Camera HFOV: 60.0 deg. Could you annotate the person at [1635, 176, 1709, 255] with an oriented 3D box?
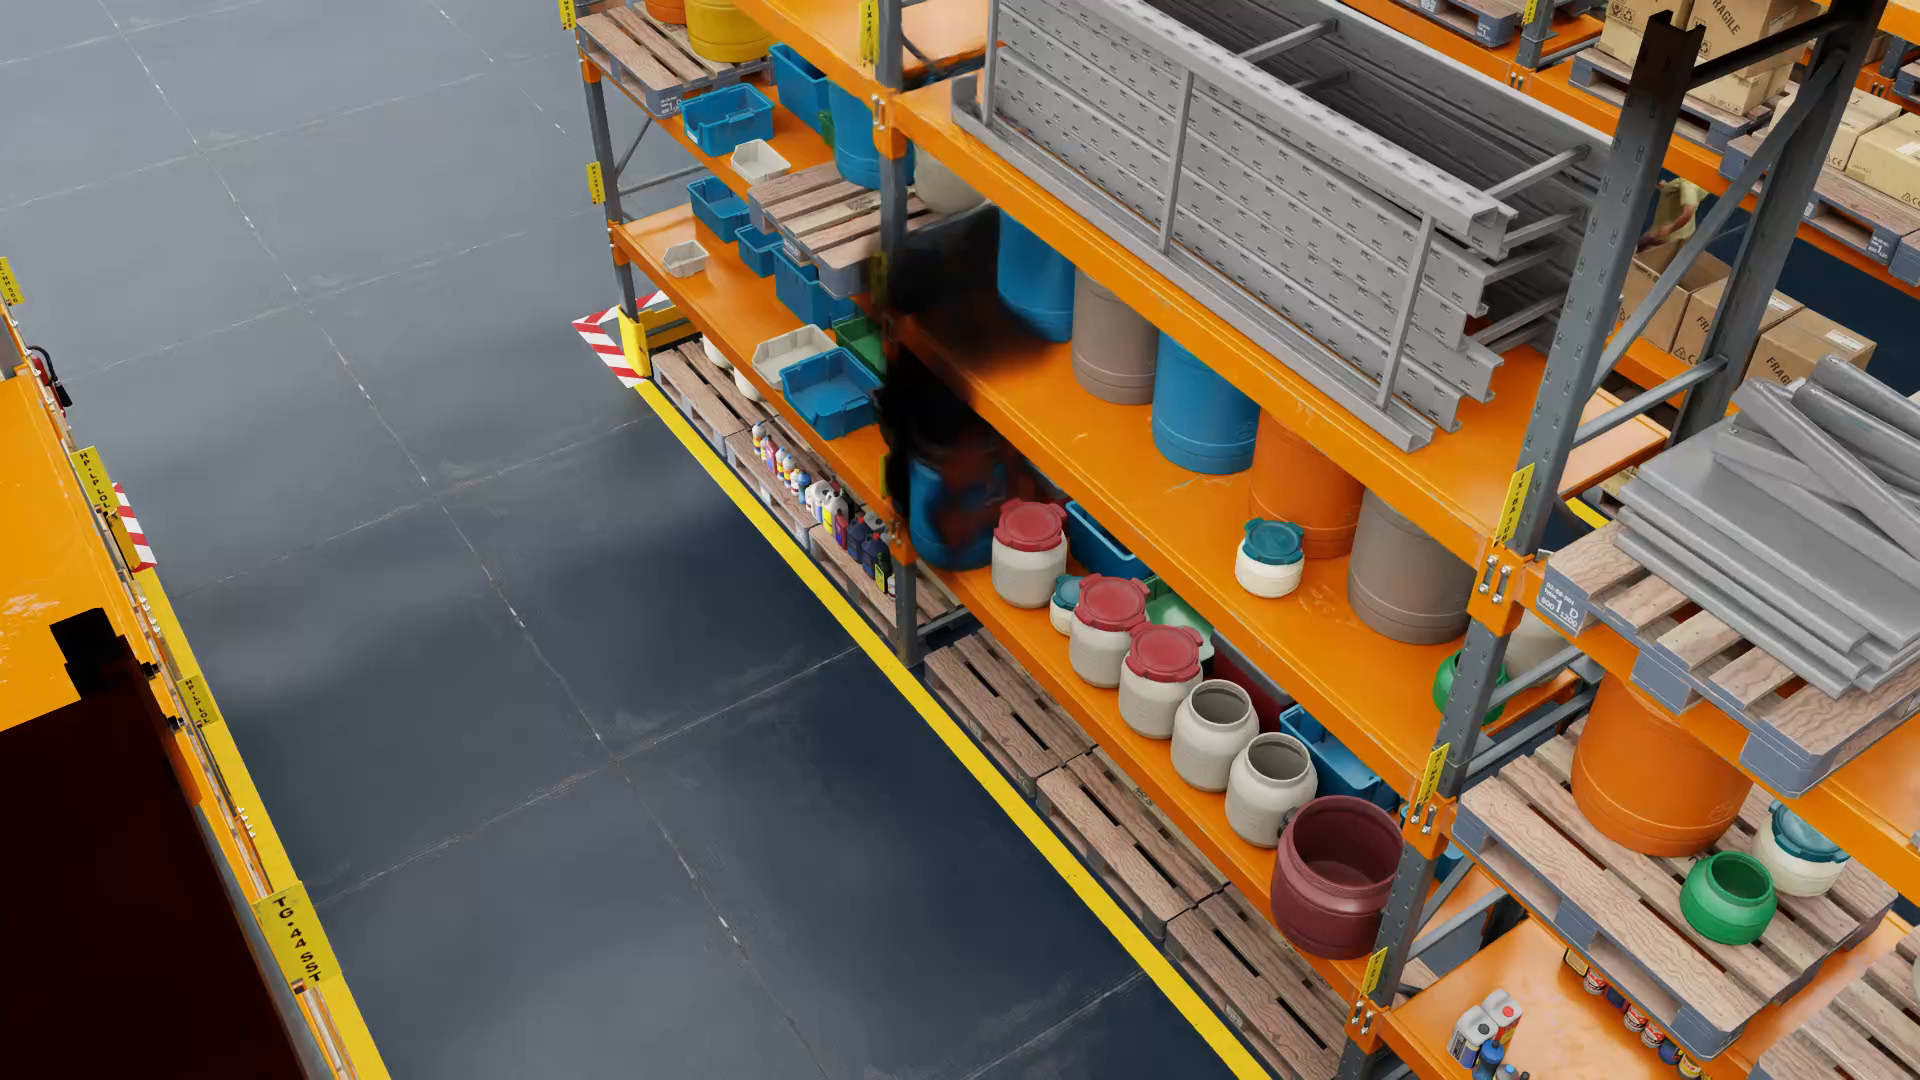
[{"bbox_3d":[5.610,-2.347,13.089,0.559,1.725,0.738,-24,48,-23],"label":"person"}]
